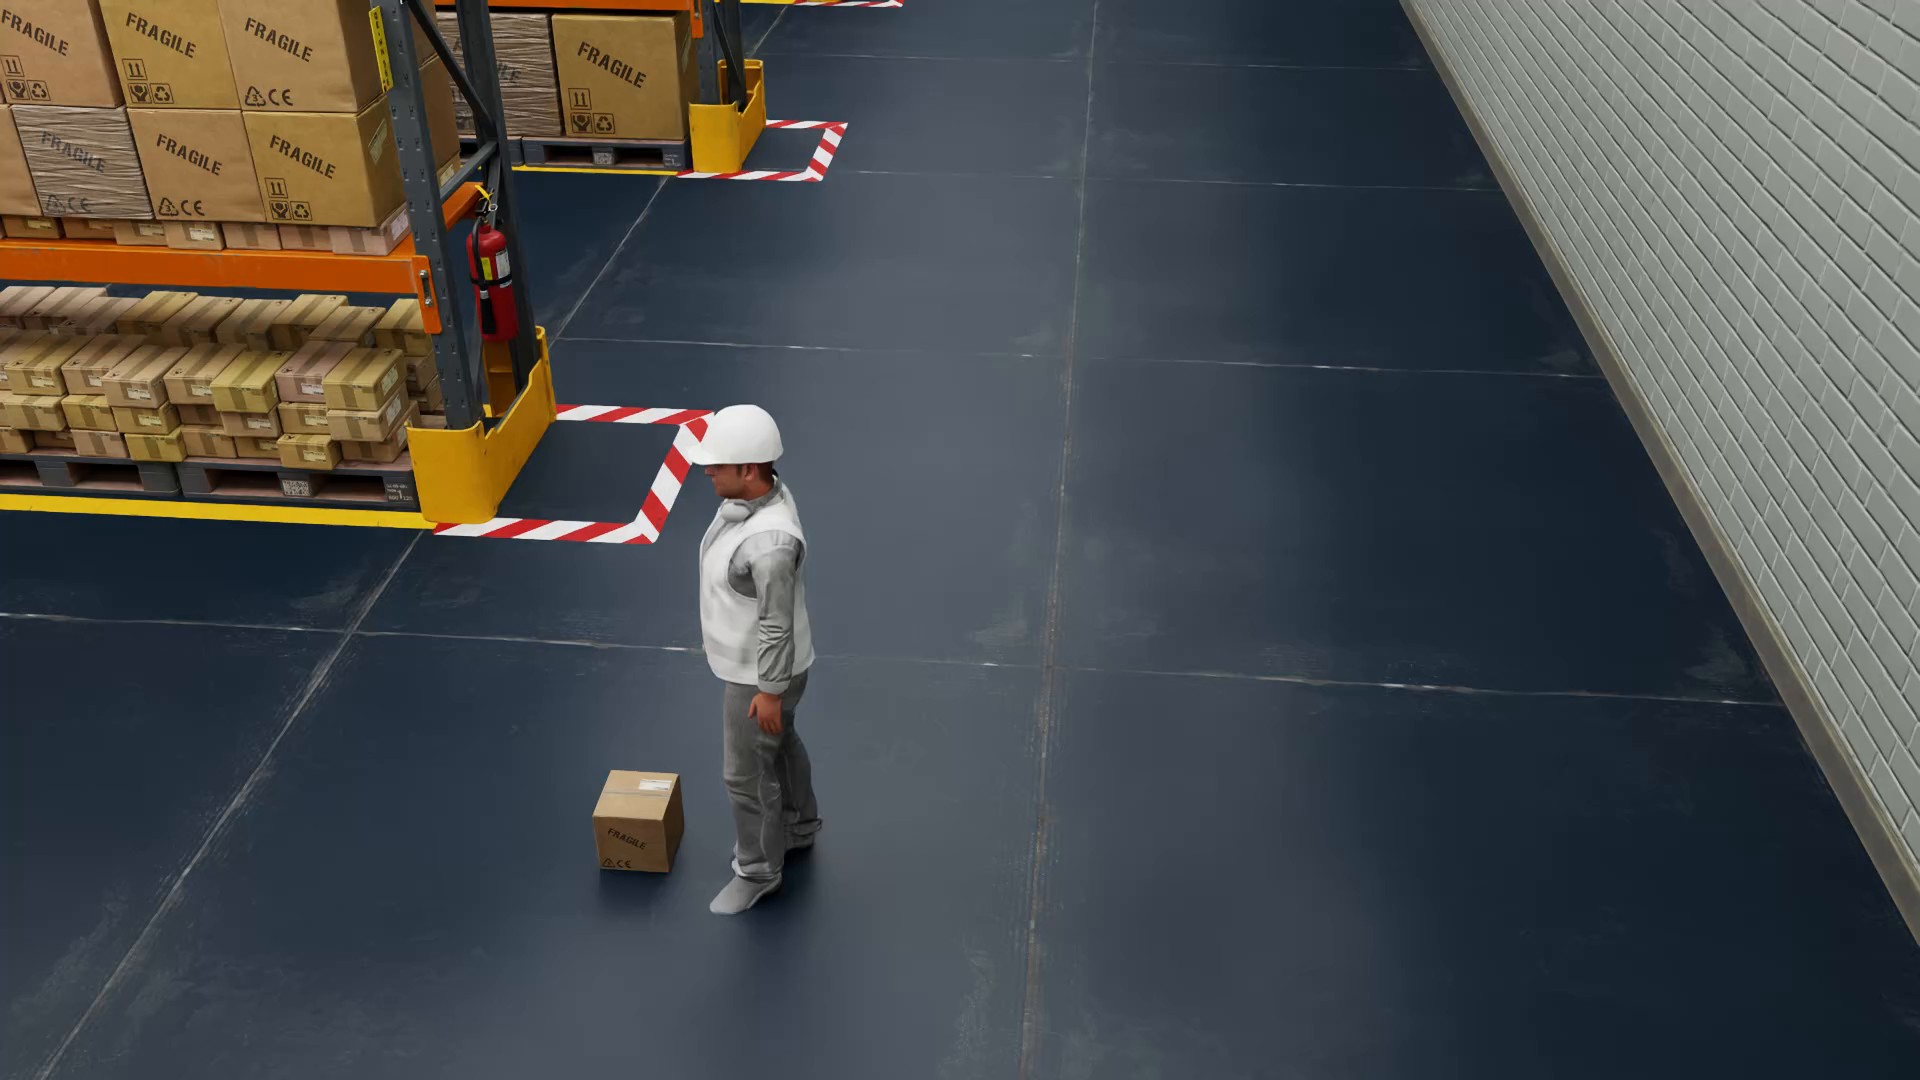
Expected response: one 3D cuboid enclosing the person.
[{"bbox_3d":[-0.700,0.404,5.488,0.447,1.834,0.558,-6,32,-9],"label":"person"}]
